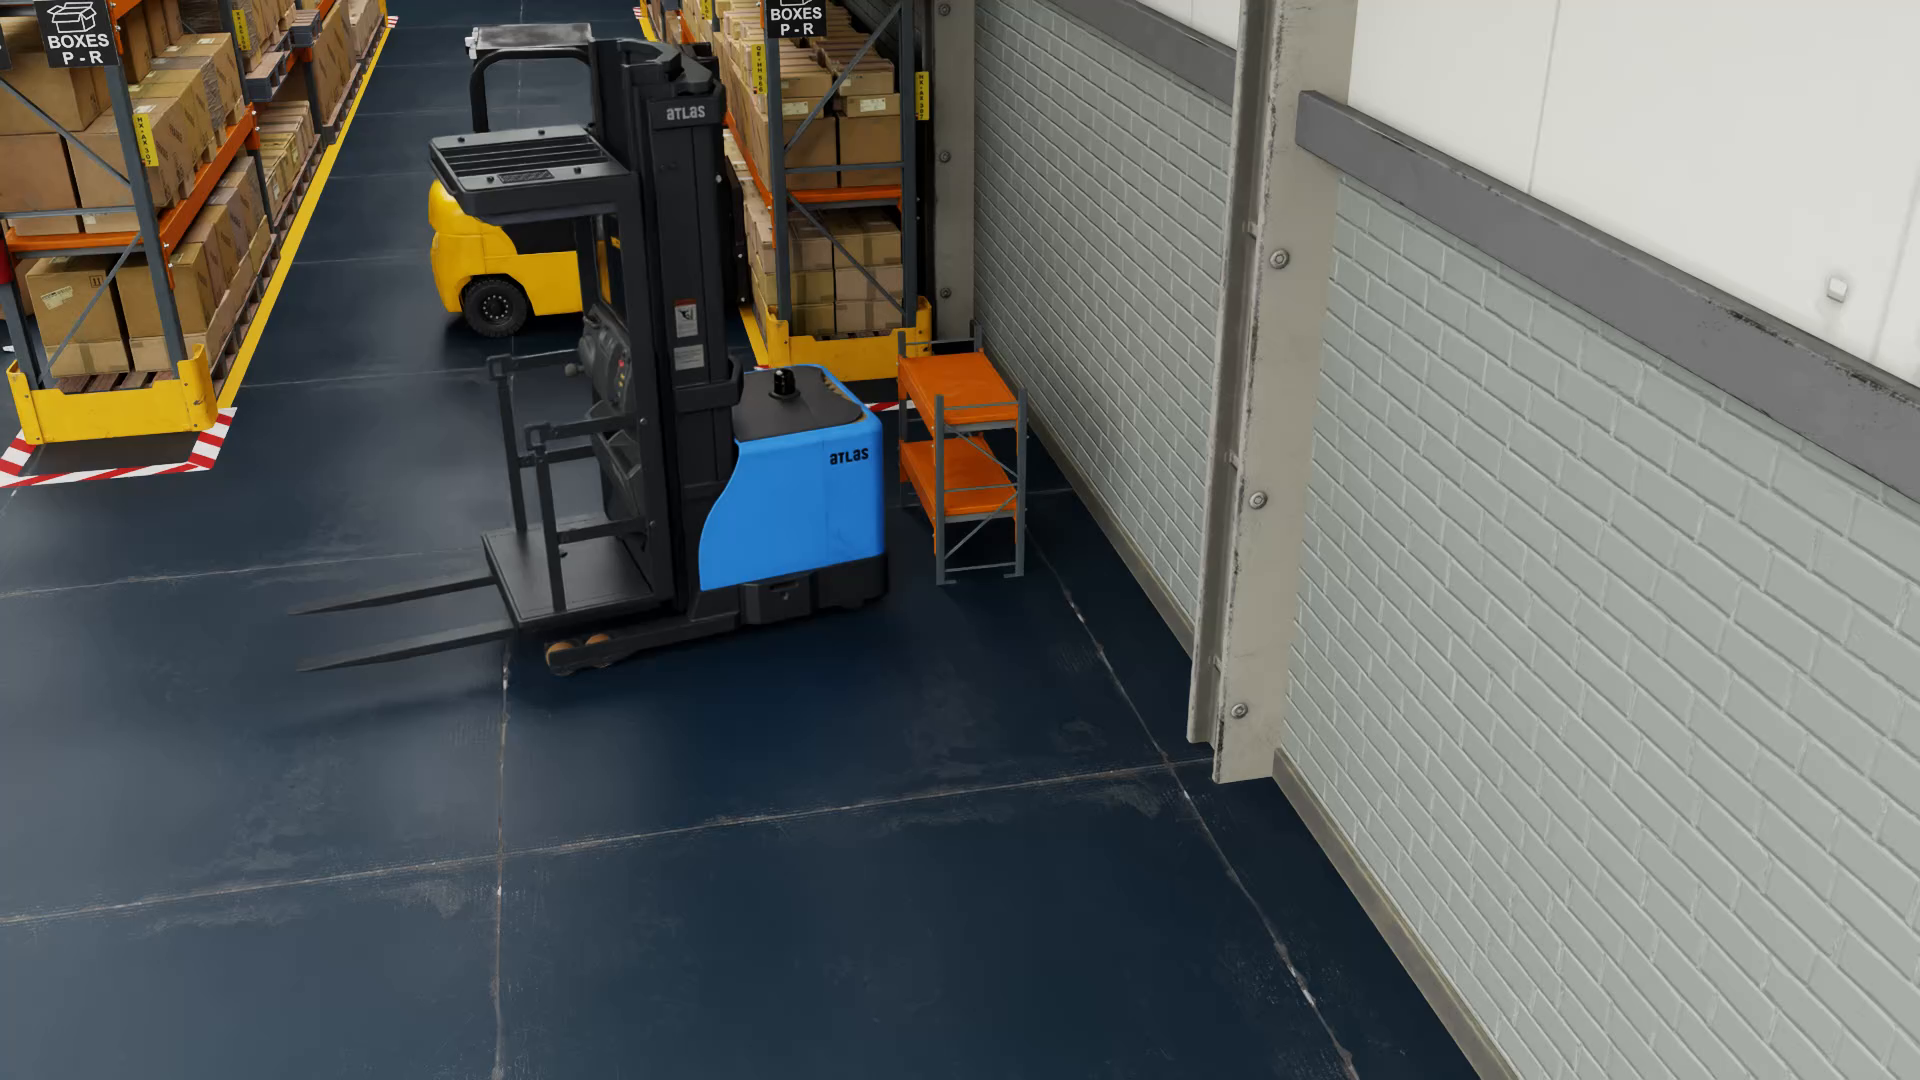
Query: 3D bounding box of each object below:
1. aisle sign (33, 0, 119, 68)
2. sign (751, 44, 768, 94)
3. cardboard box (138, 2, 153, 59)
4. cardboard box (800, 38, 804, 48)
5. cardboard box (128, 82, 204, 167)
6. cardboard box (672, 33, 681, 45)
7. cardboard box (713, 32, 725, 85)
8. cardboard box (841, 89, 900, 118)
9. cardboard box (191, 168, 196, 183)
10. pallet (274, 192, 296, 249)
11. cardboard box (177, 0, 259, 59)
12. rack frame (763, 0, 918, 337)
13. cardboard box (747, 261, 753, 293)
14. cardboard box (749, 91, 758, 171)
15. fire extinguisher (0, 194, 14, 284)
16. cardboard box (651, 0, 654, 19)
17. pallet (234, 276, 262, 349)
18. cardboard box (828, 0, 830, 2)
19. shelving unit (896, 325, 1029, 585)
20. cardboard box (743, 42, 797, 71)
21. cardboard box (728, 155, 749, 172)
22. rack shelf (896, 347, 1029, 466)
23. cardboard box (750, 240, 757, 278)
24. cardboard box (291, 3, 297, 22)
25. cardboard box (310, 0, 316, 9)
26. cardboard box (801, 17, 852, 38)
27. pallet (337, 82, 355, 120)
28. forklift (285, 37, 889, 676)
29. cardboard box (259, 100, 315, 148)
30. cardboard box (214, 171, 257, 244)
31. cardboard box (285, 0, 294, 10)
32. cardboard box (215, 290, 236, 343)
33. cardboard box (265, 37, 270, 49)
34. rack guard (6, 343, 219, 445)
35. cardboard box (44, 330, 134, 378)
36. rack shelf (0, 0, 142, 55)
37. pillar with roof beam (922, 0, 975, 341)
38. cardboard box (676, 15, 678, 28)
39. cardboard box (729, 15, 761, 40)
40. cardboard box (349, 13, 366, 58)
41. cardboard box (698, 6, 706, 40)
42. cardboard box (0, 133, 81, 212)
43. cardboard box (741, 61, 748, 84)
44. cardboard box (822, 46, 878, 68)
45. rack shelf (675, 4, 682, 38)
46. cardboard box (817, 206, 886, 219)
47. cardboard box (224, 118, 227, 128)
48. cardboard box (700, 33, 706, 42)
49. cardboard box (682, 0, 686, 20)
[{"bbox_3d":[-5.324,-3.230,9.935,0.394,0.787,0.004,-6,27,-12],"label":"aisle sign"},{"bbox_3d":[-1.337,-3.144,11.103,0.100,0.325,0.005,-6,27,-12],"label":"sign"},{"bbox_3d":[-6.473,-3.780,12.359,0.700,0.500,0.500,-7,28,-13],"label":"cardboard box"},{"bbox_3d":[-1.088,-3.980,13.475,0.380,0.149,0.250,-6,27,-12],"label":"cardboard box"},{"bbox_3d":[-5.712,-2.929,11.783,0.500,0.500,0.500,-6,27,-13],"label":"cardboard box"},{"bbox_3d":[-3.271,-5.994,20.605,0.500,0.500,0.500,-7,28,-13],"label":"cardboard box"},{"bbox_3d":[-1.861,-4.150,14.532,0.500,0.500,0.500,-7,28,-13],"label":"cardboard box"},{"bbox_3d":[-0.628,-3.080,11.693,0.380,0.149,0.250,-7,28,-13],"label":"cardboard box"},{"bbox_3d":[-5.670,-2.583,11.818,0.380,0.149,0.250,-5,27,-10],"label":"cardboard box"},{"bbox_3d":[-6.718,-2.918,15.297,1.003,0.211,1.213,-6,27,-12],"label":"pallet"},{"bbox_3d":[-6.368,-4.421,14.273,0.500,0.500,0.500,-5,27,-10],"label":"cardboard box"},{"bbox_3d":[-0.805,-2.571,11.514,1.000,3.000,0.127,-6,27,-12],"label":"rack frame"},{"bbox_3d":[-1.425,-2.145,13.256,0.500,0.250,0.500,-6,27,-11],"label":"cardboard box"},{"bbox_3d":[-1.279,-3.033,12.320,0.500,0.500,0.500,-5,27,-10],"label":"cardboard box"},{"bbox_3d":[-6.063,-1.933,10.337,0.296,0.674,0.183,-6,27,-12],"label":"fire extinguisher"},{"bbox_3d":[-4.210,-8.009,24.597,0.700,0.500,0.500,-5,27,-9],"label":"cardboard box"},{"bbox_3d":[-6.077,-1.748,12.979,1.003,0.211,1.213,-6,27,-12],"label":"pallet"},{"bbox_3d":[-1.340,-4.684,14.541,0.380,0.149,0.250,-6,27,-11],"label":"cardboard box"},{"bbox_3d":[-0.002,-0.505,9.502,0.538,1.125,1.048,-6,27,-12],"label":"shelving unit"},{"bbox_3d":[-1.412,-3.611,12.414,0.380,0.149,0.250,-5,27,-10],"label":"cardboard box"},{"bbox_3d":[-1.674,-3.046,13.932,0.500,0.250,0.500,-5,27,-10],"label":"cardboard box"},{"bbox_3d":[-0.002,-0.766,9.371,0.538,0.278,1.000,-6,27,-12],"label":"rack shelf"},{"bbox_3d":[-1.322,-2.157,12.725,0.500,0.250,0.500,-6,27,-12],"label":"cardboard box"},{"bbox_3d":[-6.908,-5.316,16.766,0.380,0.149,0.250,-6,27,-12],"label":"cardboard box"},{"bbox_3d":[-7.441,-5.974,18.423,0.500,0.250,0.500,-7,28,-13],"label":"cardboard box"},{"bbox_3d":[-1.083,-4.119,13.420,0.380,0.149,0.250,-6,27,-12],"label":"cardboard box"},{"bbox_3d":[-7.818,-5.220,19.859,1.003,0.211,1.213,-6,27,-12],"label":"pallet"},{"bbox_3d":[-1.950,-0.894,8.269,3.031,2.935,1.130,-11,29,-21],"label":"forklift"},{"bbox_3d":[-7.325,-4.342,17.474,0.950,0.372,0.625,-8,28,-15],"label":"cardboard box"},{"bbox_3d":[-6.030,-2.660,13.445,0.500,0.500,0.500,-5,27,-11],"label":"cardboard box"},{"bbox_3d":[-6.942,-5.545,16.499,0.500,0.500,0.500,-6,27,-12],"label":"cardboard box"},{"bbox_3d":[-5.660,-1.632,12.240,0.500,0.250,0.500,-5,27,-10],"label":"cardboard box"},{"bbox_3d":[-6.615,-4.624,15.395,0.380,0.149,0.250,-6,27,-11],"label":"cardboard box"},{"bbox_3d":[-5.657,-0.982,11.142,1.175,0.500,0.348,-6,27,-12],"label":"rack guard"},{"bbox_3d":[-6.090,-1.363,11.707,0.500,0.250,0.500,-6,27,-12],"label":"cardboard box"},{"bbox_3d":[-6.091,-3.961,11.738,1.077,0.370,4.000,-6,27,-12],"label":"rack shelf"},{"bbox_3d":[-4.278,-5.209,10.083,9.100,9.000,0.400,-6,27,-12],"label":"pillar with roof beam"},{"bbox_3d":[-3.386,-6.558,21.001,0.380,0.149,0.250,-6,27,-12],"label":"cardboard box"},{"bbox_3d":[-1.667,-4.172,13.526,0.380,0.149,0.250,-6,27,-12],"label":"cardboard box"},{"bbox_3d":[-8.381,-6.663,22.000,0.875,0.438,0.875,-6,27,-12],"label":"cardboard box"},{"bbox_3d":[-2.189,-4.898,15.736,0.500,0.250,0.500,-7,28,-13],"label":"cardboard box"},{"bbox_3d":[-6.031,-2.453,10.839,0.500,0.500,0.500,-6,27,-13],"label":"cardboard box"},{"bbox_3d":[-1.469,-3.589,12.701,0.380,0.149,0.250,-6,27,-11],"label":"cardboard box"},{"bbox_3d":[-0.813,-3.550,12.293,0.380,0.149,0.250,-6,27,-11],"label":"cardboard box"},{"bbox_3d":[-3.058,-6.640,20.374,1.077,0.370,4.000,-6,27,-12],"label":"rack shelf"},{"bbox_3d":[-0.845,-2.426,12.704,0.500,0.250,0.500,-6,27,-12],"label":"cardboard box"},{"bbox_3d":[-6.126,-3.367,13.372,0.380,0.149,0.250,-6,27,-11],"label":"cardboard box"},{"bbox_3d":[-2.193,-4.675,15.849,0.500,0.250,0.500,-6,27,-12],"label":"cardboard box"},{"bbox_3d":[-2.746,-5.796,18.071,0.500,0.250,0.500,-6,27,-11],"label":"cardboard box"}]
